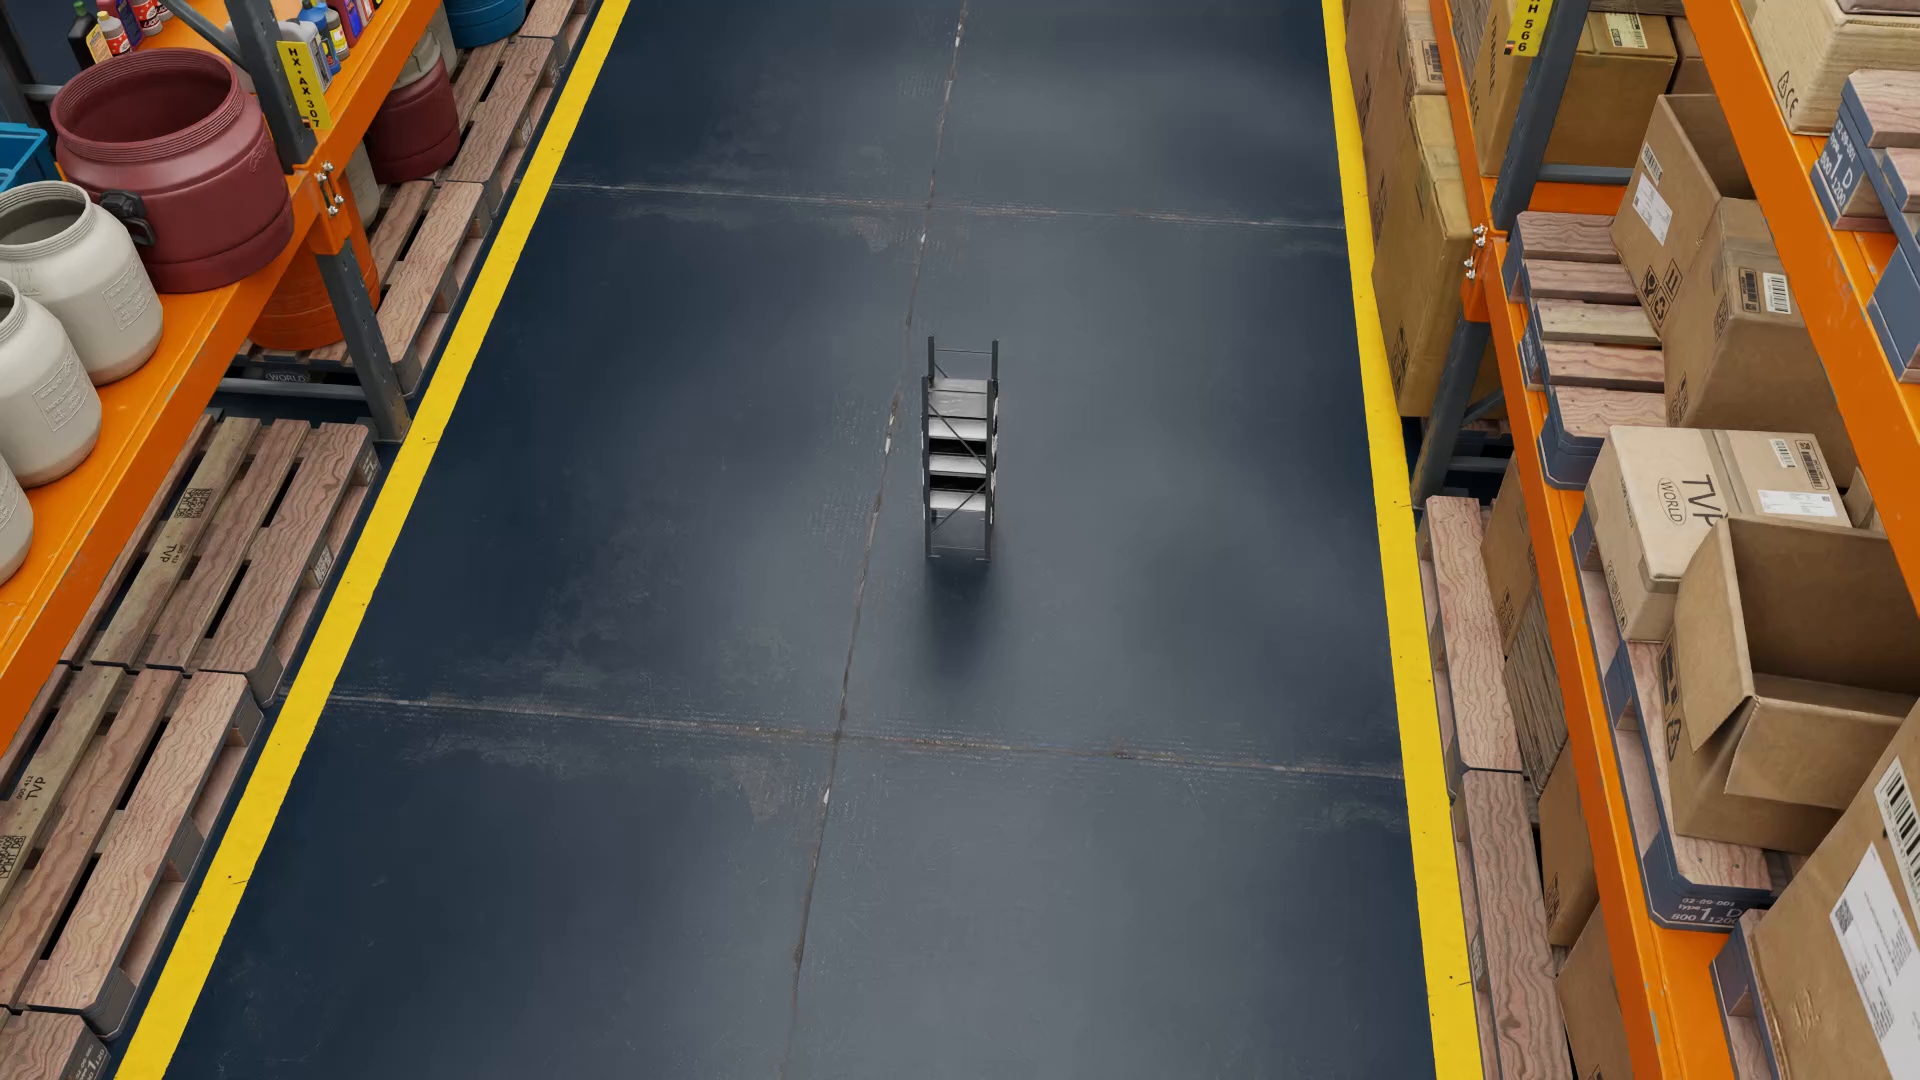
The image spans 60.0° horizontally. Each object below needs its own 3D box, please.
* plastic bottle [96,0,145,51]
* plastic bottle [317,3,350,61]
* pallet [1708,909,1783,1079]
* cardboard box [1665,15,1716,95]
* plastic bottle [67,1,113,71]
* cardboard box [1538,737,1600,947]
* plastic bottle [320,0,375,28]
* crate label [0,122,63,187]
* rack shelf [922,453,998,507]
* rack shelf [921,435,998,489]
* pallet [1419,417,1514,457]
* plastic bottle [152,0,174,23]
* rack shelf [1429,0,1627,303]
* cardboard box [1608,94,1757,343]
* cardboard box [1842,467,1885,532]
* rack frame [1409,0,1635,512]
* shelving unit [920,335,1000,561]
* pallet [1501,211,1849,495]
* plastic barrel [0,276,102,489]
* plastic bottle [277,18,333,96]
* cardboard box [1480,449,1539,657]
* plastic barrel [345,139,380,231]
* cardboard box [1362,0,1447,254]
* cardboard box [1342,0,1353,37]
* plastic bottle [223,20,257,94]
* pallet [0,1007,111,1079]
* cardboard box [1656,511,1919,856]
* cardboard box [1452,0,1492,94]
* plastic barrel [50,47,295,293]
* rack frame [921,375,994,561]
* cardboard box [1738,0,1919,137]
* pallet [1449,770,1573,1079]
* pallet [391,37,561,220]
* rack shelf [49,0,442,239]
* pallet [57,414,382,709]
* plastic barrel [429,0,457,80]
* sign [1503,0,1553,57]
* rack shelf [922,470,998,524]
[{"bbox_3d":[-3.069,-1.925,6.057,0.061,0.283,0.133,4,48,4],"label":"plastic bottle"},{"bbox_3d":[-2.294,-1.853,6.046,0.097,0.201,0.097,0,48,0],"label":"plastic bottle"},{"bbox_3d":[2.080,1.317,3.143,1.003,0.211,1.213,4,48,4],"label":"pallet"},{"bbox_3d":[2.546,-1.508,5.529,0.500,0.500,0.500,5,48,5],"label":"cardboard box"},{"bbox_3d":[-3.090,-1.755,5.902,0.061,0.283,0.133,4,48,4],"label":"plastic bottle"},{"bbox_3d":[2.107,0.879,4.809,0.700,0.500,0.500,7,48,7],"label":"cardboard box"},{"bbox_3d":[-2.298,-2.063,6.188,0.152,0.276,0.135,4,48,4],"label":"plastic bottle"},{"bbox_3d":[-3.114,-1.128,5.362,0.303,0.233,0.416,4,48,4],"label":"crate label"},{"bbox_3d":[0.001,-0.226,6.014,0.258,0.077,0.200,4,48,4],"label":"rack shelf"},{"bbox_3d":[0.001,-0.287,5.948,0.258,0.077,0.200,4,48,4],"label":"rack shelf"},{"bbox_3d":[2.377,-0.769,6.810,1.003,0.211,1.213,4,48,4],"label":"pallet"},{"bbox_3d":[-3.031,-2.052,6.229,0.097,0.201,0.097,0,48,0],"label":"plastic bottle"},{"bbox_3d":[2.413,-2.362,6.865,1.077,0.370,4.000,4,48,4],"label":"rack shelf"},{"bbox_3d":[2.221,-0.912,4.699,0.500,0.500,0.500,-1,48,-1],"label":"cardboard box"},{"bbox_3d":[2.347,0.012,4.013,0.396,0.266,0.258,3,48,2],"label":"cardboard box"},{"bbox_3d":[2.231,-1.136,5.256,1.000,3.000,0.127,4,48,4],"label":"rack frame"},{"bbox_3d":[0.001,-0.310,5.923,0.258,0.900,0.210,4,48,4],"label":"shelving unit"},{"bbox_3d":[2.272,-0.540,4.841,1.213,0.211,1.003,4,48,4],"label":"pallet"},{"bbox_3d":[-2.621,-0.427,4.532,0.421,0.512,0.421,0,48,0],"label":"plastic barrel"},{"bbox_3d":[-2.341,-1.723,5.877,0.152,0.276,0.135,4,48,4],"label":"plastic bottle"},{"bbox_3d":[2.189,0.053,5.564,0.700,0.500,0.500,2,48,1],"label":"cardboard box"},{"bbox_3d":[-2.712,-1.552,7.038,0.421,0.512,0.421,0,48,0],"label":"plastic barrel"},{"bbox_3d":[2.403,-1.720,6.946,1.225,0.875,0.875,4,48,4],"label":"cardboard box"},{"bbox_3d":[2.557,-3.028,8.142,1.225,0.875,0.875,4,48,4],"label":"cardboard box"},{"bbox_3d":[-2.492,-1.733,5.887,0.152,0.276,0.135,4,48,4],"label":"plastic bottle"},{"bbox_3d":[-3.033,1.832,4.431,1.003,0.211,1.213,4,48,4],"label":"pallet"},{"bbox_3d":[1.932,0.347,3.545,0.797,0.503,0.637,8,48,8],"label":"cardboard box"},{"bbox_3d":[2.080,-1.915,5.901,0.500,0.500,0.500,3,48,3],"label":"cardboard box"},{"bbox_3d":[-2.442,-1.153,5.180,0.600,0.536,0.708,4,48,4],"label":"plastic barrel"},{"bbox_3d":[-0.009,-0.235,5.855,0.240,0.900,0.006,4,48,4],"label":"rack frame"},{"bbox_3d":[1.850,-1.013,3.213,0.500,0.250,0.500,5,48,4],"label":"cardboard box"},{"bbox_3d":[2.044,1.274,4.942,1.003,0.211,1.213,4,48,4],"label":"pallet"},{"bbox_3d":[-2.558,-2.004,7.940,1.003,0.211,1.213,4,48,4],"label":"pallet"},{"bbox_3d":[-2.520,-2.695,7.170,1.077,0.370,4.000,4,48,4],"label":"rack shelf"},{"bbox_3d":[-2.811,0.039,6.071,1.003,0.211,1.213,4,48,4],"label":"pallet"},{"bbox_3d":[-2.609,-2.382,7.797,0.421,0.512,0.421,0,48,0],"label":"plastic barrel"},{"bbox_3d":[1.677,-1.561,4.860,0.100,0.325,0.005,4,48,4],"label":"sign"},{"bbox_3d":[0.001,-0.166,6.081,0.258,0.077,0.200,4,48,4],"label":"rack shelf"}]
